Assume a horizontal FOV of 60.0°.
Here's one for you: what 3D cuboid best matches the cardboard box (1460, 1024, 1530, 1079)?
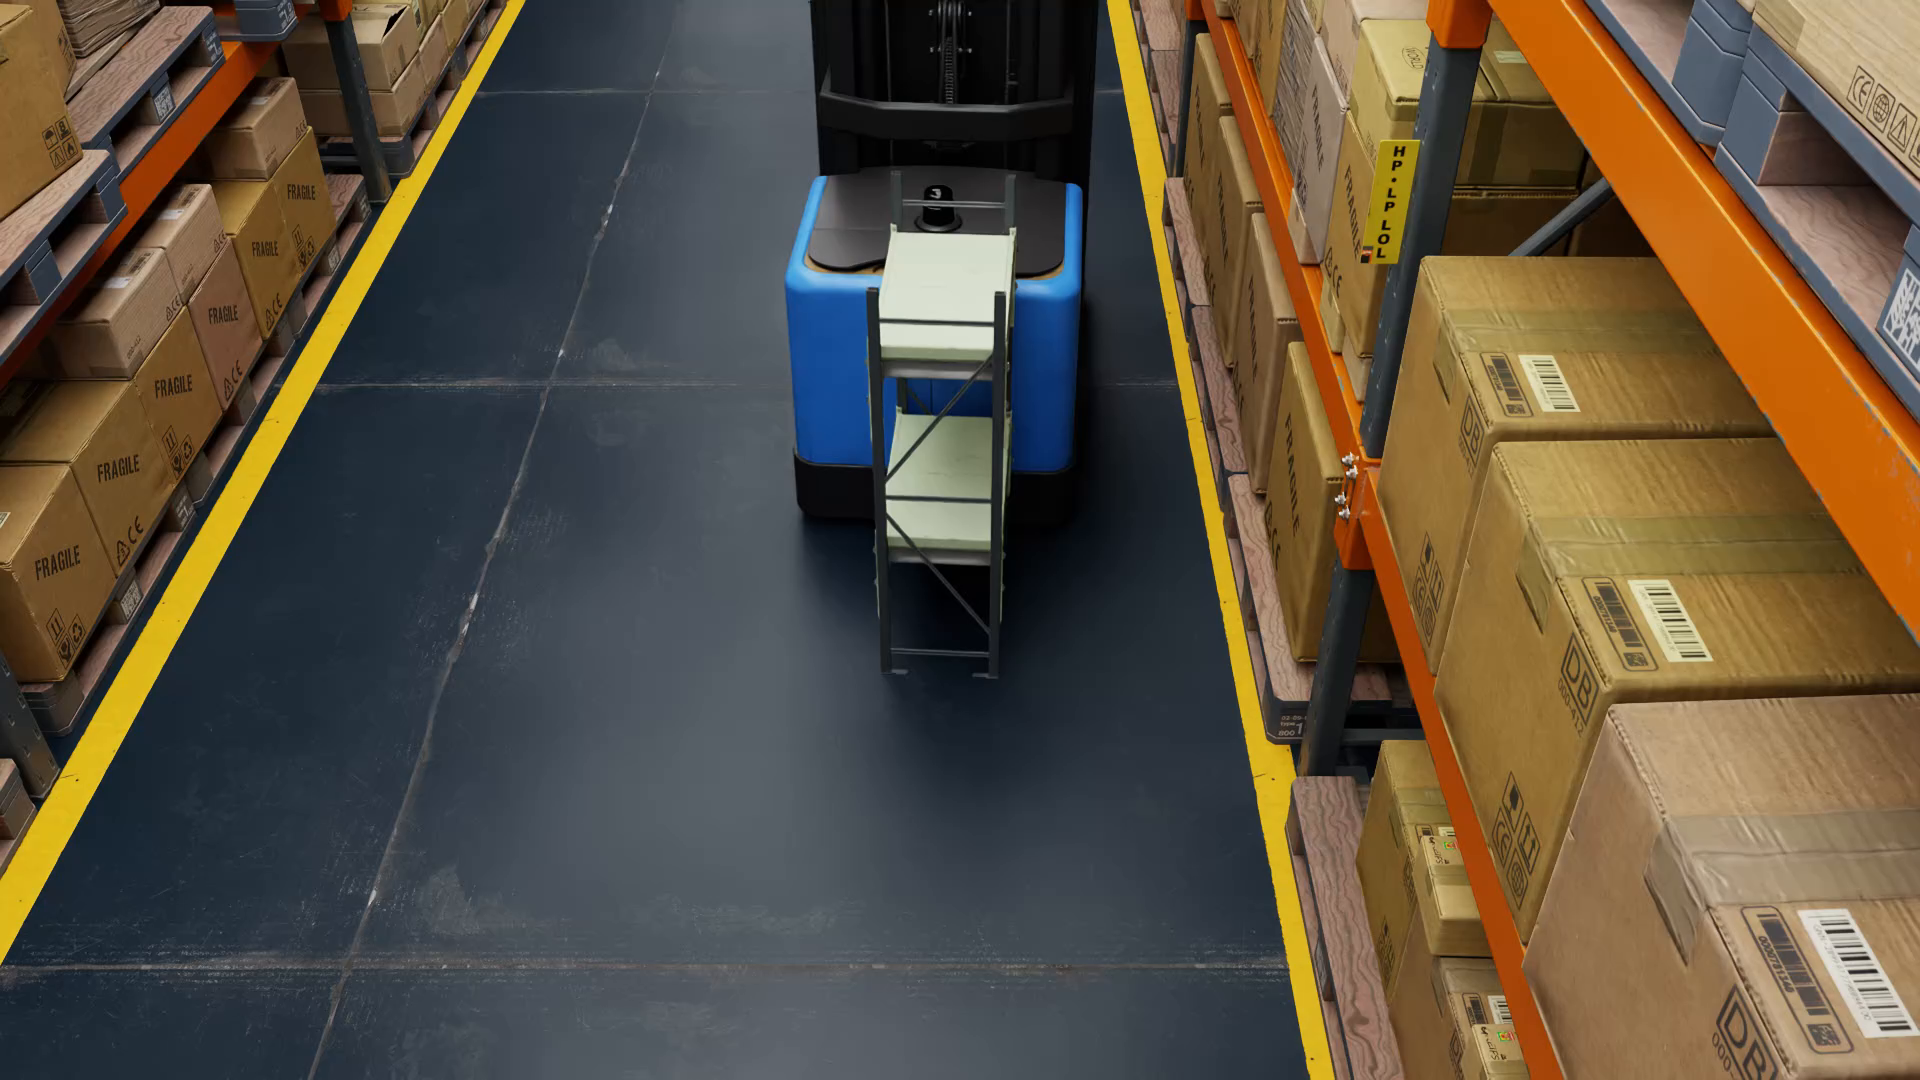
[{"bbox_3d":[1.295,1.172,3.533,0.380,0.149,0.250,-1,39,-1],"label":"cardboard box"}]

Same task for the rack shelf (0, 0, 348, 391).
[{"bbox_3d":[-3.378,-1.359,6.123,1.077,0.370,4.000,0,39,0],"label":"rack shelf"}]

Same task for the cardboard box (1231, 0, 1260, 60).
[{"bbox_3d":[1.309,-2.118,6.160,0.500,0.500,0.500,0,39,0],"label":"cardboard box"}]

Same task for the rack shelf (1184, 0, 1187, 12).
[{"bbox_3d":[1.571,-3.866,9.251,1.077,0.370,4.000,0,39,0],"label":"rack shelf"}]

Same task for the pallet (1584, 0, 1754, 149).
[{"bbox_3d":[1.569,-1.019,2.796,1.003,0.211,1.213,0,39,0],"label":"pallet"}]

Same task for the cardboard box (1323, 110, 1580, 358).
[{"bbox_3d":[1.326,-0.846,4.574,0.500,0.500,0.500,-1,39,-1],"label":"cardboard box"}]

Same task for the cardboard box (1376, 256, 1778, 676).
[{"bbox_3d":[1.563,-0.173,3.827,0.980,0.700,0.700,1,39,1],"label":"cardboard box"}]

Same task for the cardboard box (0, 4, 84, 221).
[{"bbox_3d":[-3.217,-1.318,5.081,0.700,0.500,0.500,6,39,7],"label":"cardboard box"}]

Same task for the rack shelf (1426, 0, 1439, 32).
[{"bbox_3d":[1.576,-2.536,5.192,1.077,0.370,4.000,0,39,0],"label":"rack shelf"}]

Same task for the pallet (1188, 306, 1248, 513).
[{"bbox_3d":[1.498,-0.554,6.773,1.003,0.211,1.213,0,39,0],"label":"pallet"}]

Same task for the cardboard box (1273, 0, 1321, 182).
[{"bbox_3d":[1.323,-1.480,5.364,0.500,0.500,0.500,0,39,0],"label":"cardboard box"}]

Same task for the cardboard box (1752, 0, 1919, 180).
[{"bbox_3d":[1.310,-0.638,1.953,0.500,0.250,0.500,-1,39,-1],"label":"cardboard box"}]

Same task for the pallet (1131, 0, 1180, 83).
[{"bbox_3d":[1.576,-3.058,9.897,1.003,0.211,1.213,0,39,0],"label":"pallet"}]

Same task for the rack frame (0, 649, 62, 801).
[{"bbox_3d":[-3.375,-0.389,4.337,1.000,3.000,0.127,0,39,0],"label":"rack frame"}]

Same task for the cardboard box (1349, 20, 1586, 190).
[{"bbox_3d":[1.322,-1.142,4.343,0.500,0.250,0.500,1,39,1],"label":"cardboard box"}]

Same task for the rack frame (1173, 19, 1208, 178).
[{"bbox_3d":[1.574,-2.896,7.466,1.000,3.000,0.127,0,39,0],"label":"rack frame"}]

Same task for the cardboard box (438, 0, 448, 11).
[{"bbox_3d":[-3.094,-3.175,9.228,0.500,0.311,0.500,-1,39,-1],"label":"cardboard box"}]

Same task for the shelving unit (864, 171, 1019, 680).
[{"bbox_3d":[-0.045,-0.353,5.491,0.431,1.500,0.755,2,39,3],"label":"shelving unit"}]

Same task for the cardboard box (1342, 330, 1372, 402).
[{"bbox_3d":[1.295,-0.516,4.680,0.380,0.149,0.250,0,39,0],"label":"cardboard box"}]

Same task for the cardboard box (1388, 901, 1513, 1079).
[{"bbox_3d":[1.474,1.198,4.019,0.700,0.500,0.500,0,39,-1],"label":"cardboard box"}]

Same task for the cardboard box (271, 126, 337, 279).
[{"bbox_3d":[-3.144,-1.502,7.373,0.500,0.500,0.500,1,39,2],"label":"cardboard box"}]

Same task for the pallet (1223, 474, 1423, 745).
[{"bbox_3d":[1.502,0.211,5.818,1.003,0.211,1.213,0,39,0],"label":"pallet"}]

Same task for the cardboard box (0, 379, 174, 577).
[{"bbox_3d":[-3.144,-0.222,5.775,0.500,0.500,0.500,0,39,1],"label":"cardboard box"}]

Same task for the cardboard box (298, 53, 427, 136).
[{"bbox_3d":[-3.087,-2.309,8.596,0.500,0.250,0.500,0,39,0],"label":"cardboard box"}]

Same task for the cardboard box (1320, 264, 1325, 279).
[{"bbox_3d":[1.316,-0.836,5.079,0.380,0.149,0.250,1,39,1],"label":"cardboard box"}]

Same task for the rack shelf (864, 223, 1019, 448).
[{"bbox_3d":[-0.045,-0.657,5.247,0.431,0.370,0.720,2,39,3],"label":"rack shelf"}]

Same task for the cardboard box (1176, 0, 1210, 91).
[{"bbox_3d":[1.521,-2.543,8.672,0.700,0.500,0.500,0,39,1],"label":"cardboard box"}]

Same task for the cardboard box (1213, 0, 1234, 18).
[{"bbox_3d":[1.250,-2.276,6.877,0.380,0.149,0.250,1,39,1],"label":"cardboard box"}]

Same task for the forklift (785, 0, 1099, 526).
[{"bbox_3d":[-0.004,-2.102,6.529,1.130,2.935,3.031,2,39,3],"label":"forklift"}]

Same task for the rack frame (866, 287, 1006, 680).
[{"bbox_3d":[-0.068,-0.124,5.206,0.400,1.500,0.023,2,39,3],"label":"rack frame"}]

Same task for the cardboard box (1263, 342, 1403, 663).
[{"bbox_3d":[1.447,-0.126,5.392,0.750,0.750,0.750,0,39,0],"label":"cardboard box"}]

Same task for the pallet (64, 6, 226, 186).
[{"bbox_3d":[-3.373,-1.600,6.001,1.003,0.211,1.213,0,39,0],"label":"pallet"}]

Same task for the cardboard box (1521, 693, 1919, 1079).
[{"bbox_3d":[1.569,0.739,2.690,0.980,0.700,0.700,-2,39,-2],"label":"cardboard box"}]

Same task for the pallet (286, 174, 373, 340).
[{"bbox_3d":[-3.417,-1.335,7.748,1.003,0.211,1.213,0,39,0],"label":"pallet"}]

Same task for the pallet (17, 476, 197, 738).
[{"bbox_3d":[-3.414,0.190,5.844,1.003,0.211,1.213,0,39,0],"label":"pallet"}]

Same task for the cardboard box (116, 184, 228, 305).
[{"bbox_3d":[-3.135,-1.120,6.296,0.500,0.250,0.500,-1,39,-1],"label":"cardboard box"}]

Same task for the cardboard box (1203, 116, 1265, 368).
[{"bbox_3d":[1.438,-1.214,6.749,0.750,0.750,0.750,0,39,0],"label":"cardboard box"}]

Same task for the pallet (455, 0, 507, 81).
[{"bbox_3d":[-3.341,-3.078,9.922,1.003,0.211,1.213,0,39,0],"label":"pallet"}]

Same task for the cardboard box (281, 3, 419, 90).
[{"bbox_3d":[-3.087,-2.528,8.420,0.500,0.311,0.500,1,39,1],"label":"cardboard box"}]

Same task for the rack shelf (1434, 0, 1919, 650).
[{"bbox_3d":[1.580,-0.034,2.071,1.077,0.370,4.000,0,39,0],"label":"rack shelf"}]

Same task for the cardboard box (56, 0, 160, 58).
[{"bbox_3d":[-3.457,-2.128,6.091,0.700,0.500,0.500,7,39,8],"label":"cardboard box"}]

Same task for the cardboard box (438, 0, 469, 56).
[{"bbox_3d":[-3.095,-2.949,9.394,0.500,0.250,0.500,-1,39,-1],"label":"cardboard box"}]

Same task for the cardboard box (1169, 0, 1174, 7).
[{"bbox_3d":[1.597,-3.492,9.855,0.700,0.500,0.500,0,39,0],"label":"cardboard box"}]

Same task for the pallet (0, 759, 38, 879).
[{"bbox_3d":[-3.376,1.129,4.673,1.003,0.211,1.213,0,39,0],"label":"pallet"}]

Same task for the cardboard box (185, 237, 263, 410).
[{"bbox_3d":[-3.137,-0.850,6.559,0.500,0.500,0.500,-1,39,-2],"label":"cardboard box"}]
